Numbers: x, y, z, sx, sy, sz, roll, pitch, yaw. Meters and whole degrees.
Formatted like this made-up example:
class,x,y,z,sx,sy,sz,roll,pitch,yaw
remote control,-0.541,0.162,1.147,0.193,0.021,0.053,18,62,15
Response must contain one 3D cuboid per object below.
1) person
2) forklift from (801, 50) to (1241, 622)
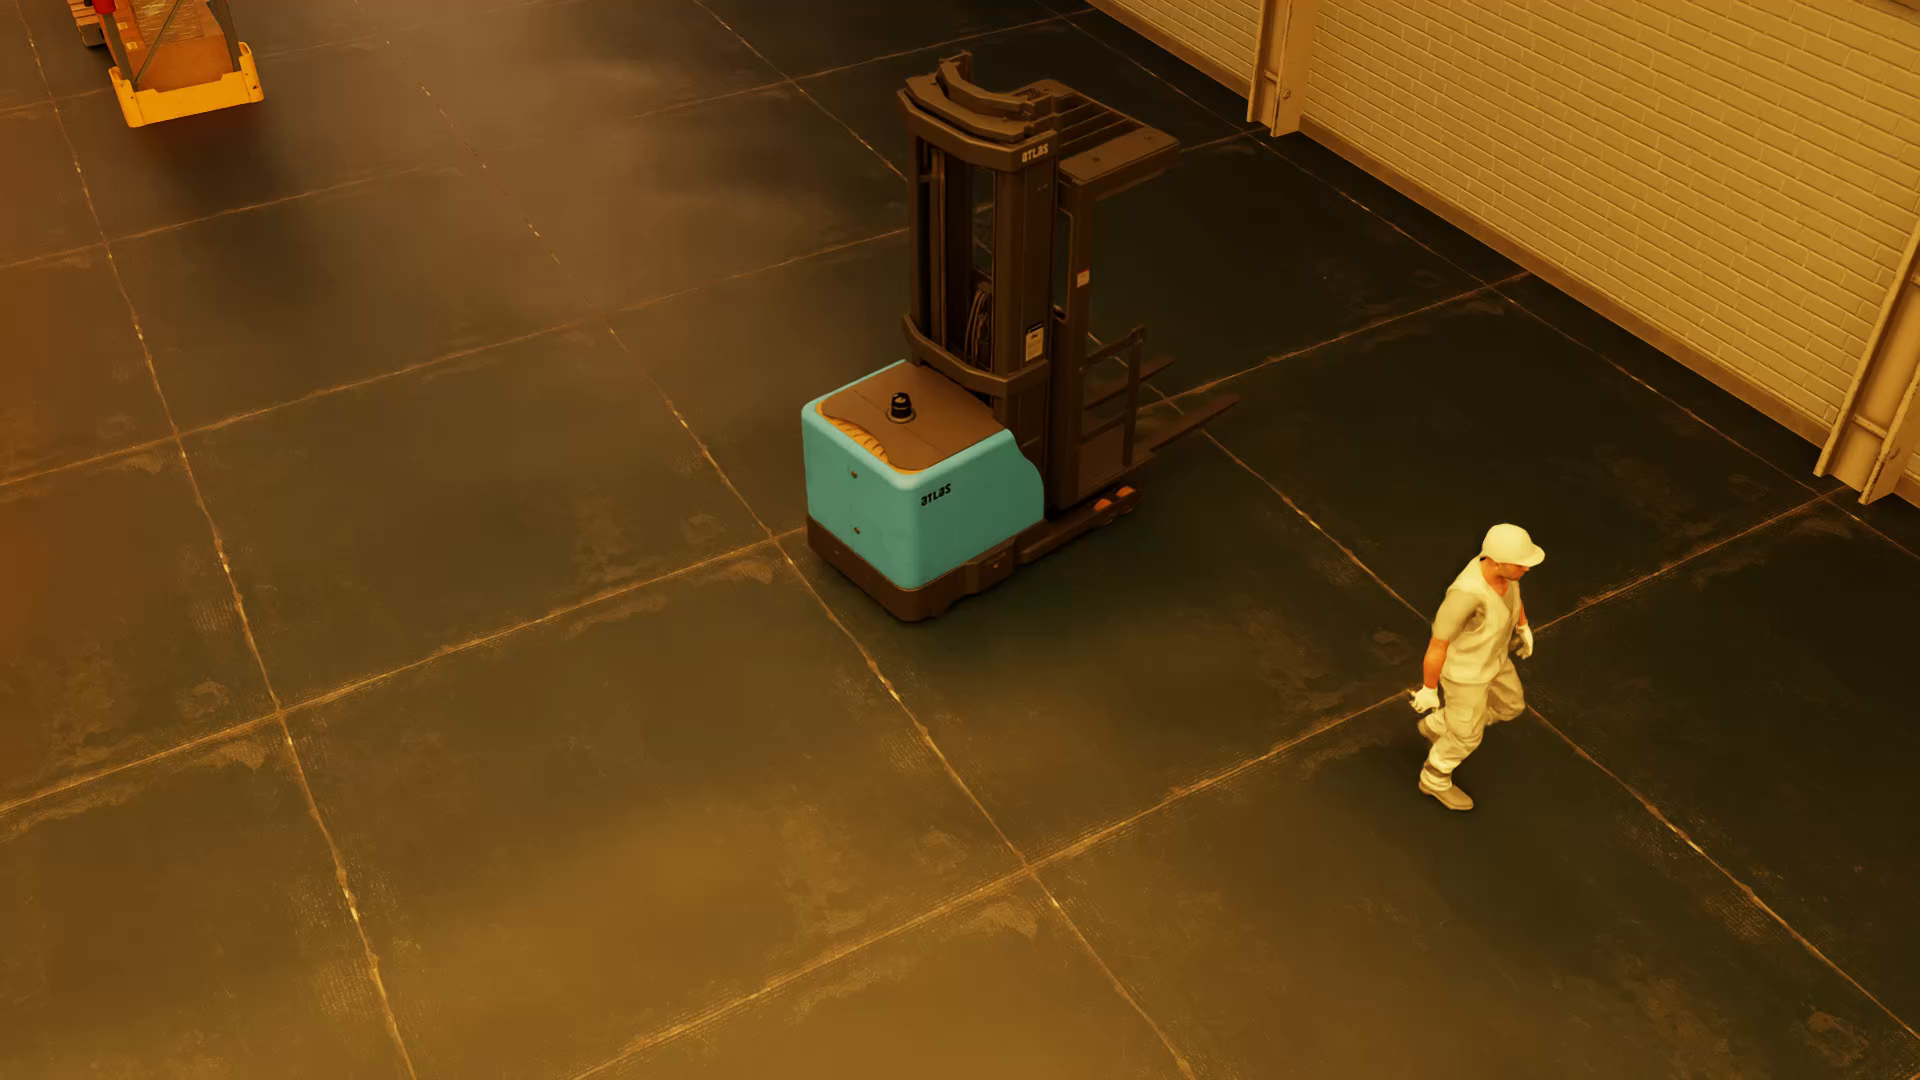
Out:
class,x,y,z,sx,sy,sz,roll,pitch,yaw
person,2.554,0.613,8.211,0.485,1.766,0.735,25,46,27
forklift,0.515,-1.451,9.786,3.031,2.935,1.130,-29,47,-30
